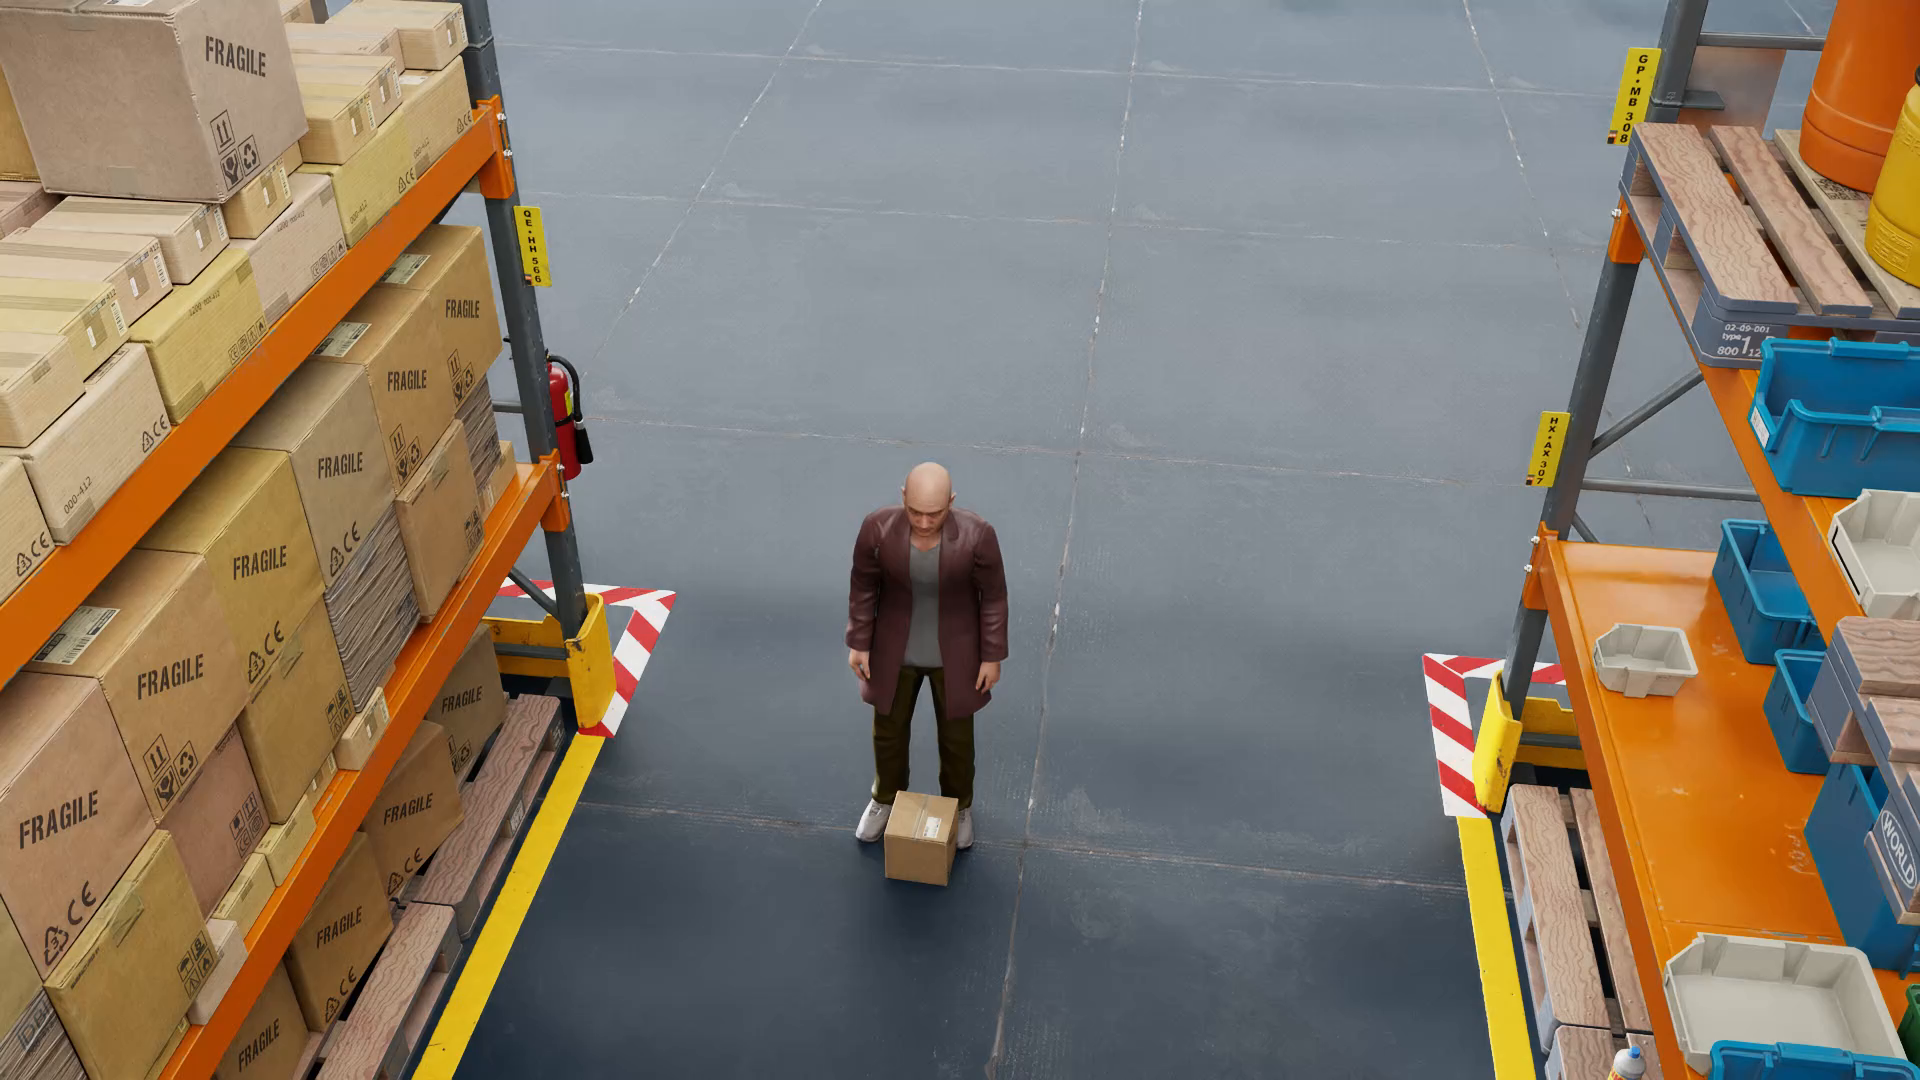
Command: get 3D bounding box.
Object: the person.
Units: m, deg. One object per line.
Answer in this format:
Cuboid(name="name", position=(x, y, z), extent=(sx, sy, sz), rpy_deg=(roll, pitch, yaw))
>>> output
Cuboid(name="person", position=(-0.131, 0.434, 6.451), extent=(0.641, 1.773, 0.427), rpy_deg=(4, 36, 6))
